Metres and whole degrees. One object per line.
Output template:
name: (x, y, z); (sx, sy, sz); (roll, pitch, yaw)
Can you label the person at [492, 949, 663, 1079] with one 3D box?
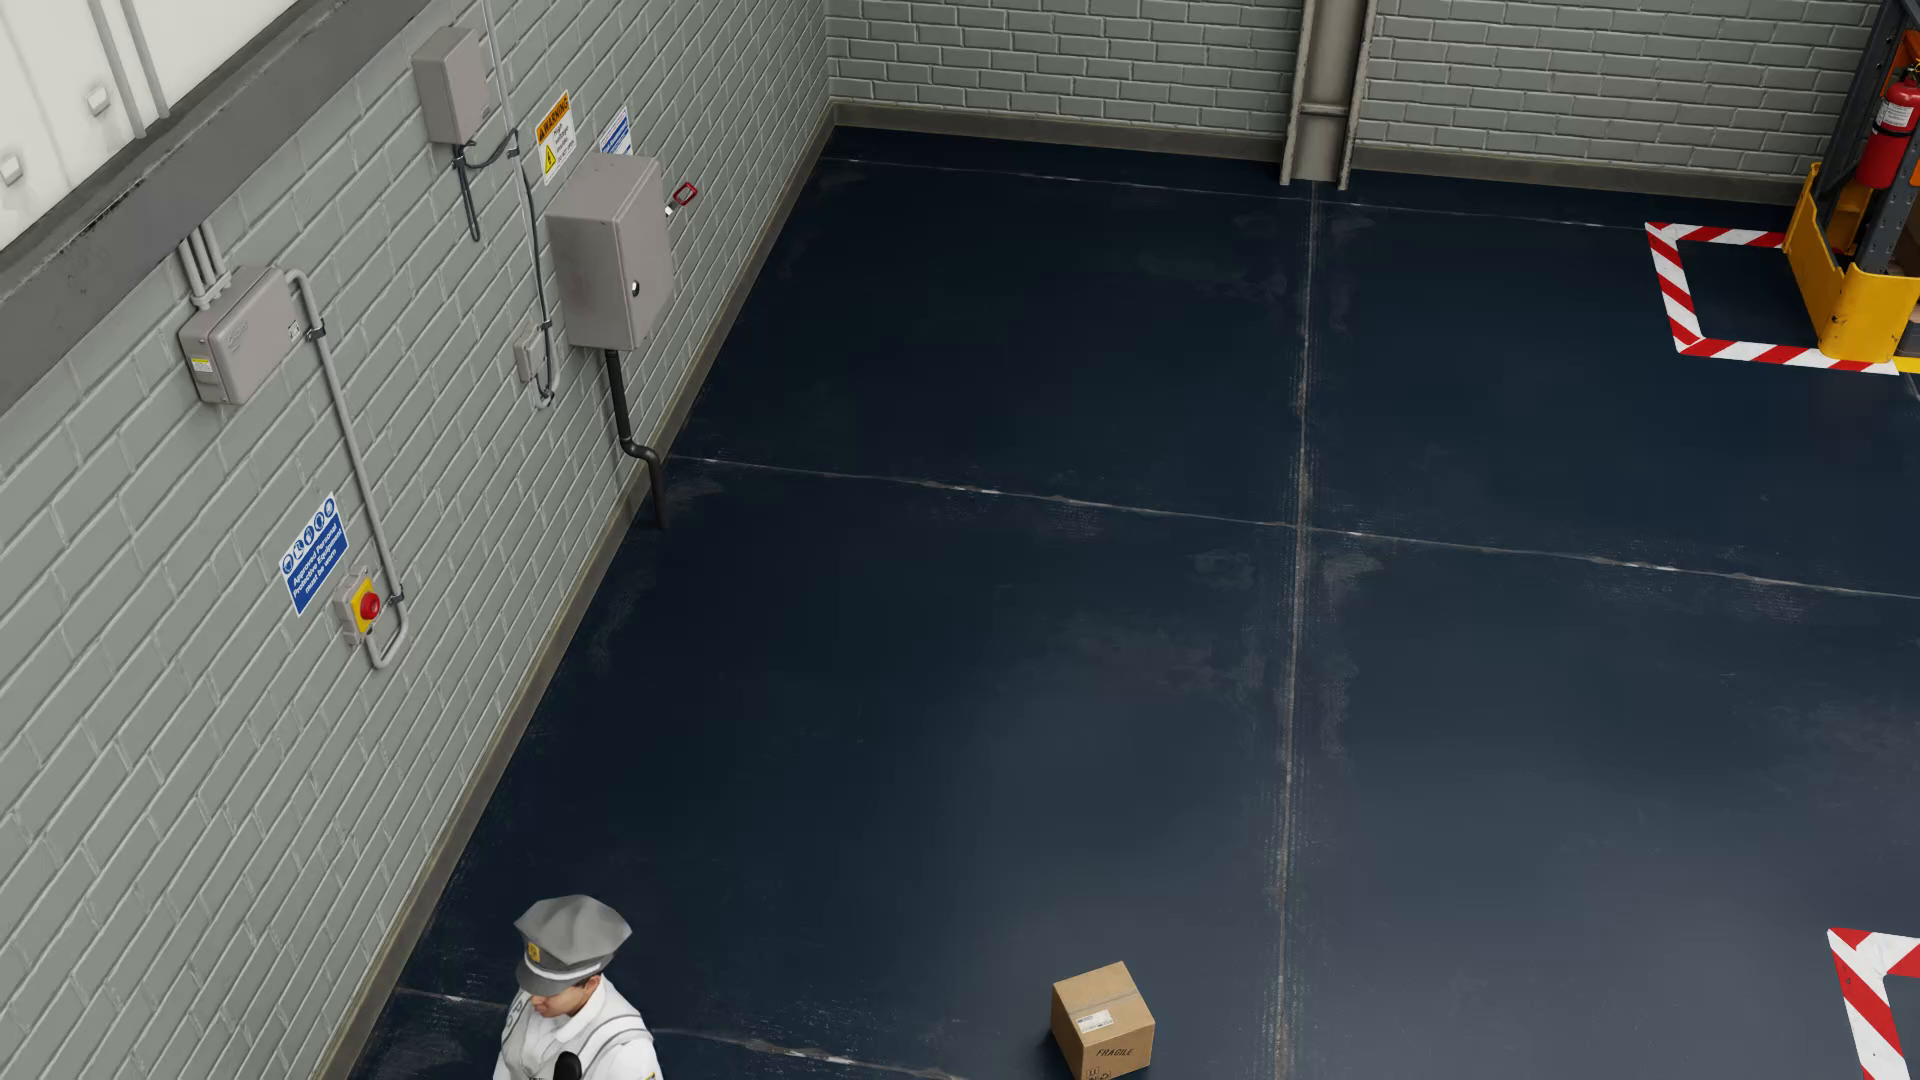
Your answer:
person: (-1.053, 1.597, 4.305); (0.709, 1.659, 0.498); (-29, 48, -29)
